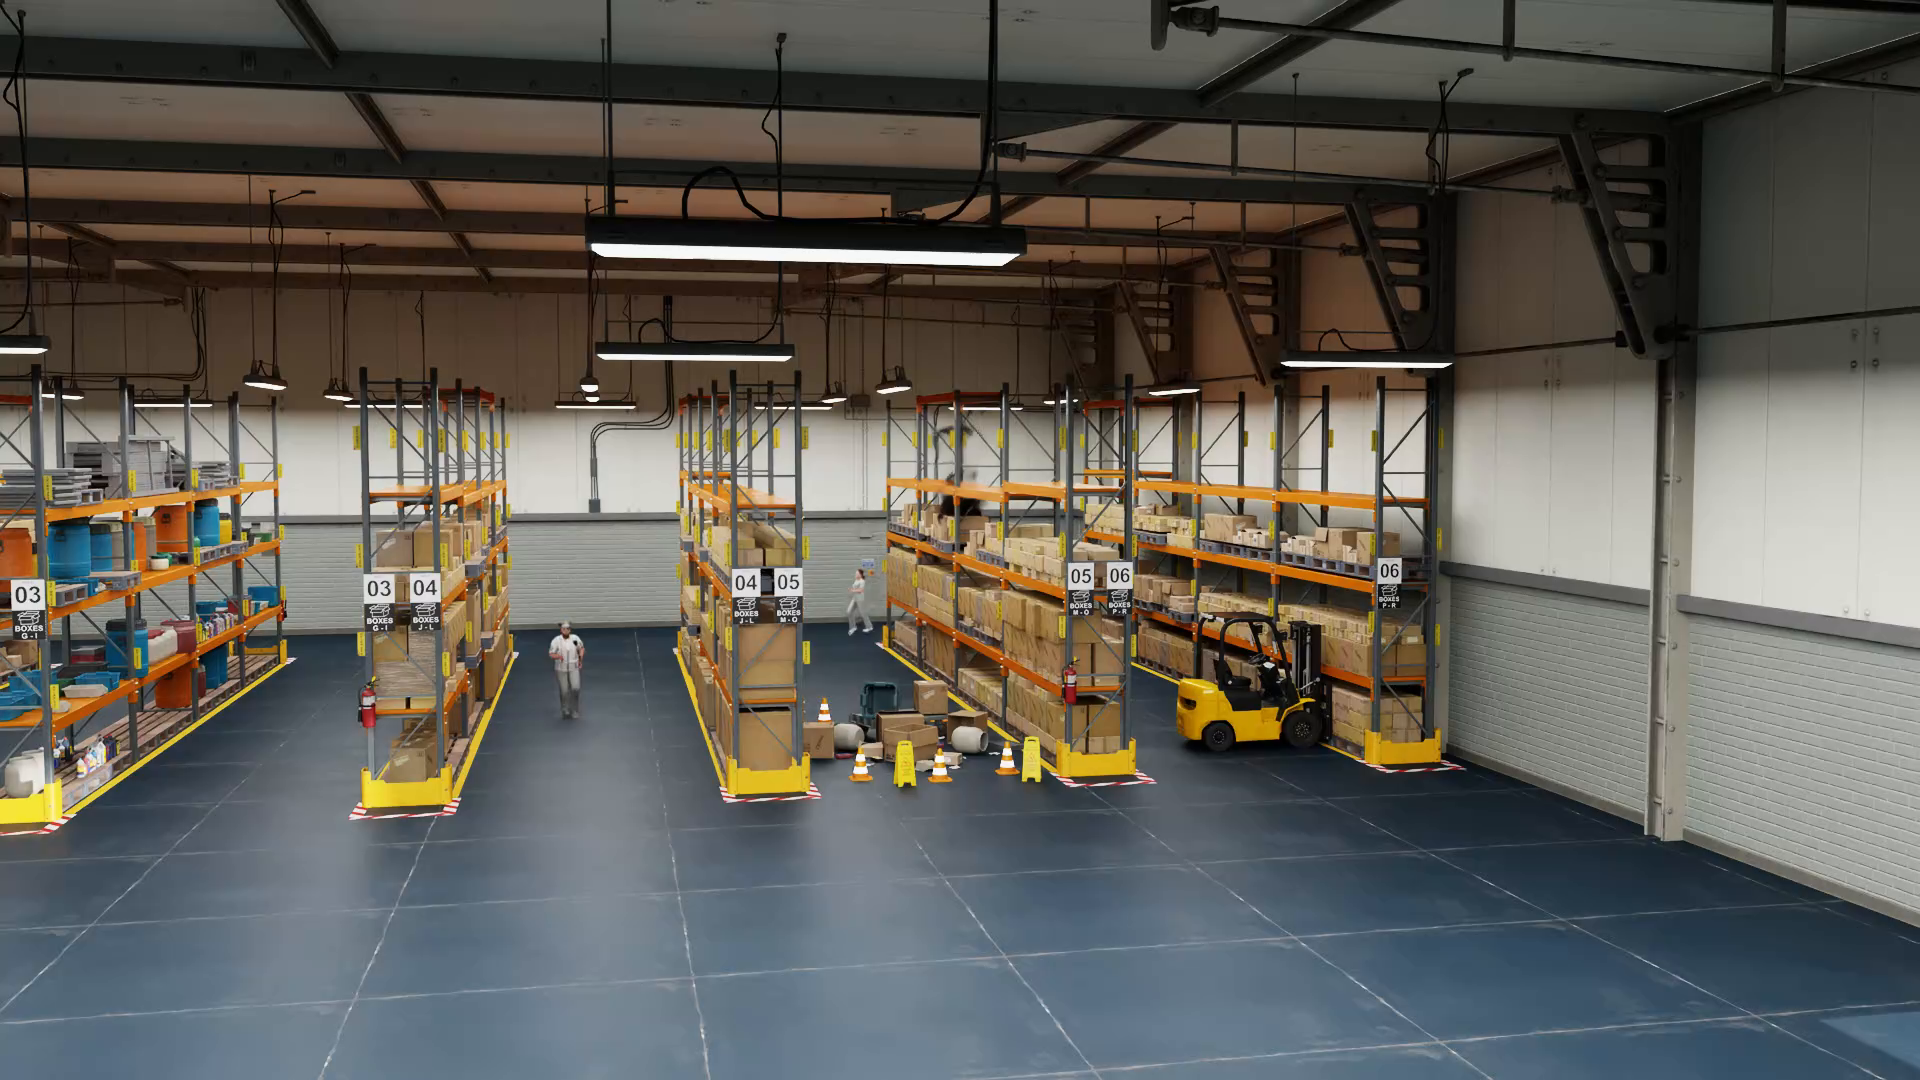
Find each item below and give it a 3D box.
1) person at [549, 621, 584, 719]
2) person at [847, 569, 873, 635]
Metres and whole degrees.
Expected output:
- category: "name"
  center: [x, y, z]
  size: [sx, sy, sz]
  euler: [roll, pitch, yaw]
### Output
- category: "person"
  center: [-7.071, 2.353, 29.966]
  size: [0.638, 1.810, 0.736]
  euler: [-1, 4, -18]
- category: "person"
  center: [-2.609, 1.608, 43.056]
  size: [0.750, 1.721, 0.533]
  euler: [-2, 4, -35]
